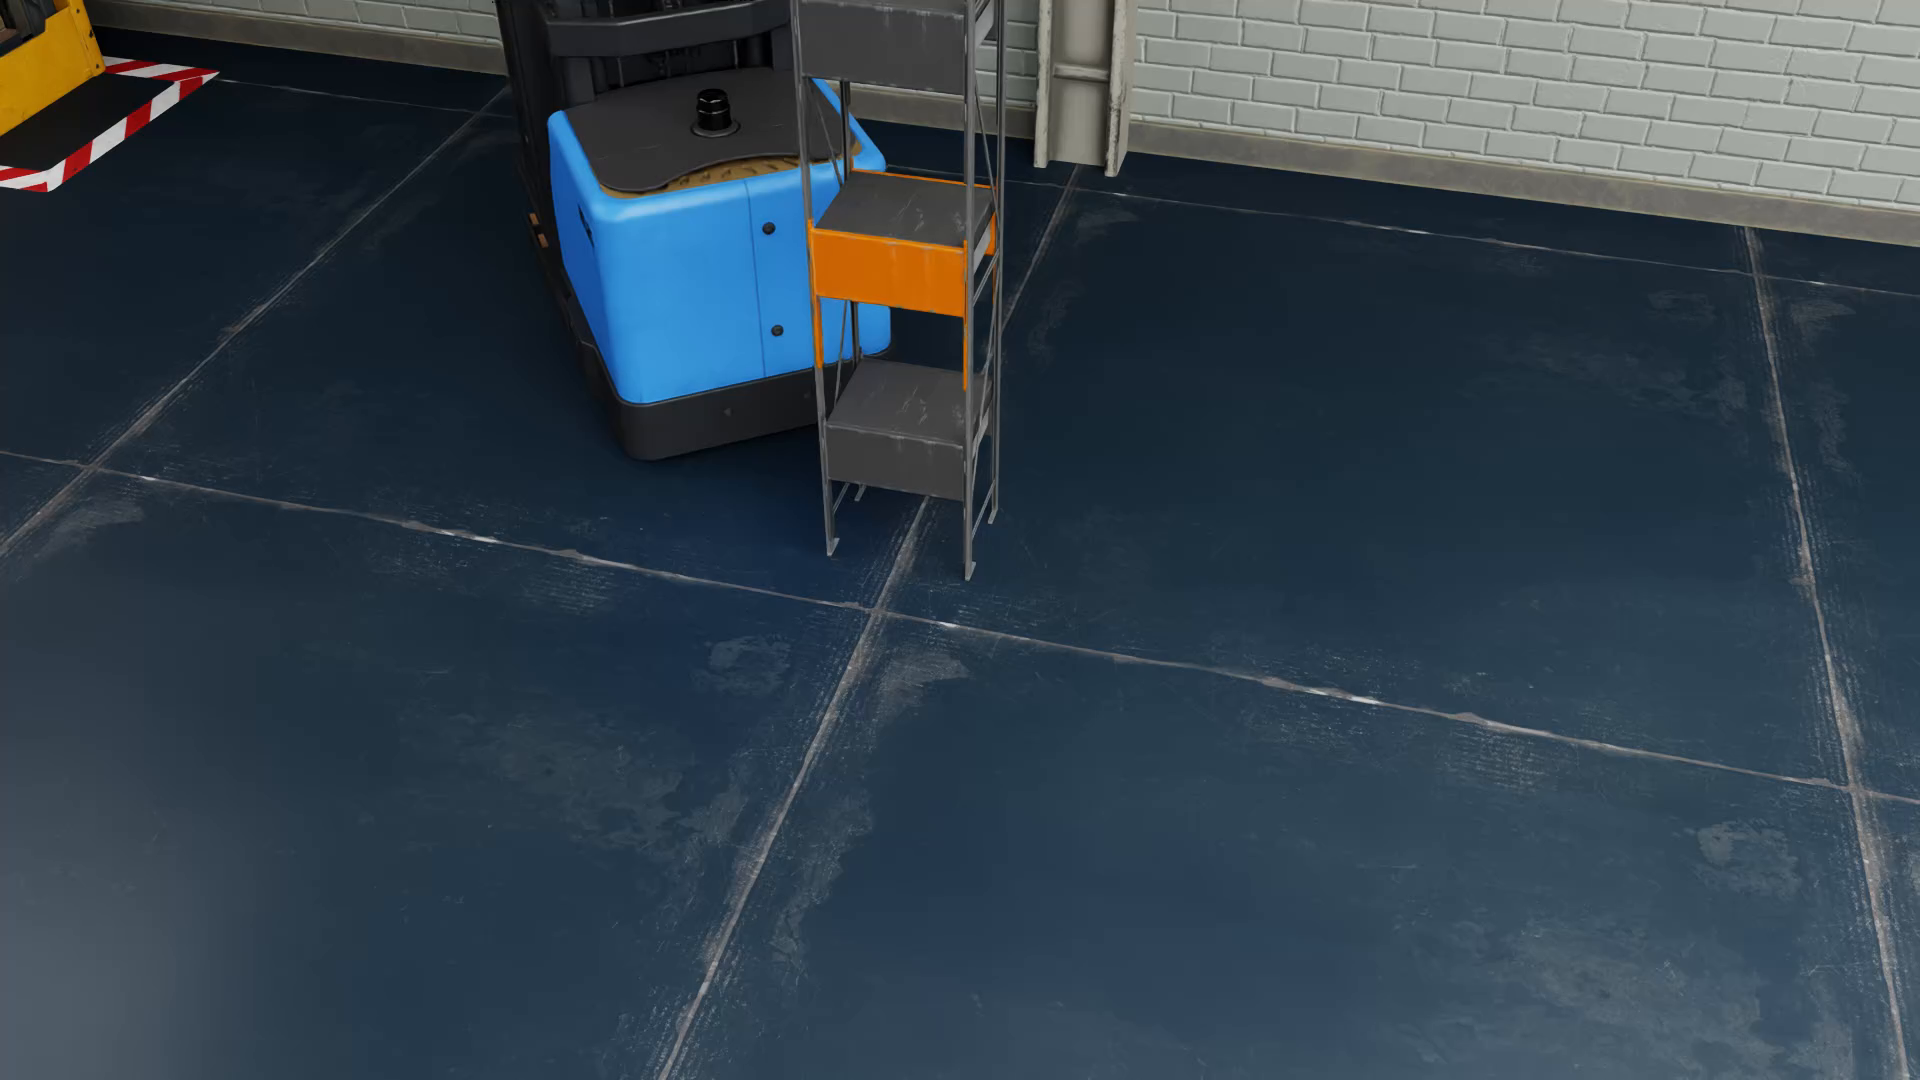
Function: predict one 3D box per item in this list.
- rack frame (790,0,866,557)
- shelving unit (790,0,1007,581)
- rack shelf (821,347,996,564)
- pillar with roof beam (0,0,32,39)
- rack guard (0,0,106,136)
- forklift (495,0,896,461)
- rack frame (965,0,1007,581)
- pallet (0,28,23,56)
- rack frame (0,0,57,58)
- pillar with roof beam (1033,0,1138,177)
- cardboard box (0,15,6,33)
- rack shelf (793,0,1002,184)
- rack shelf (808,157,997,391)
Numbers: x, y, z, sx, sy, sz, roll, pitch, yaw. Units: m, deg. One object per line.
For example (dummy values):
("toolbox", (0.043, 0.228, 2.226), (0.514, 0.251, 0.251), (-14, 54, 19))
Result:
("rack frame", (-0.396, -0.872, 5.156), (0.015, 2.100, 0.400), (10, 41, 11))
("shelving unit", (-0.160, -0.832, 5.108), (0.503, 2.100, 0.431), (10, 41, 11))
("rack shelf", (-0.160, -0.285, 5.566), (0.480, 0.518, 0.431), (10, 41, 11))
("pillar with roof beam", (-6.332, -3.593, 3.032), (0.400, 9.000, 9.100), (10, 41, 11))
("rack guard", (-4.757, -2.334, 8.140), (0.348, 0.500, 1.175), (10, 41, 11))
("forklift", (-1.256, -2.361, 6.282), (1.130, 2.935, 3.031), (-14, 42, -17))
("rack frame", (0.076, -0.791, 5.059), (0.015, 2.100, 0.400), (10, 41, 11))
("pallet", (-5.529, -2.328, 8.358), (1.213, 0.211, 1.003), (10, 41, 11))
("rack frame", (-4.780, -3.295, 7.341), (0.127, 3.000, 1.000), (10, 41, 11))
("pillar with roof beam", (-0.536, -2.596, 1.844), (0.400, 9.000, 9.100), (10, 41, 11))
("cardboard box", (-5.204, -2.606, 8.332), (0.500, 0.250, 0.500), (10, 41, 12))
("rack shelf", (-0.160, -1.357, 4.666), (0.480, 0.518, 0.431), (10, 41, 11))
("rack shelf", (-0.160, -0.821, 5.116), (0.480, 0.518, 0.431), (10, 41, 11))
